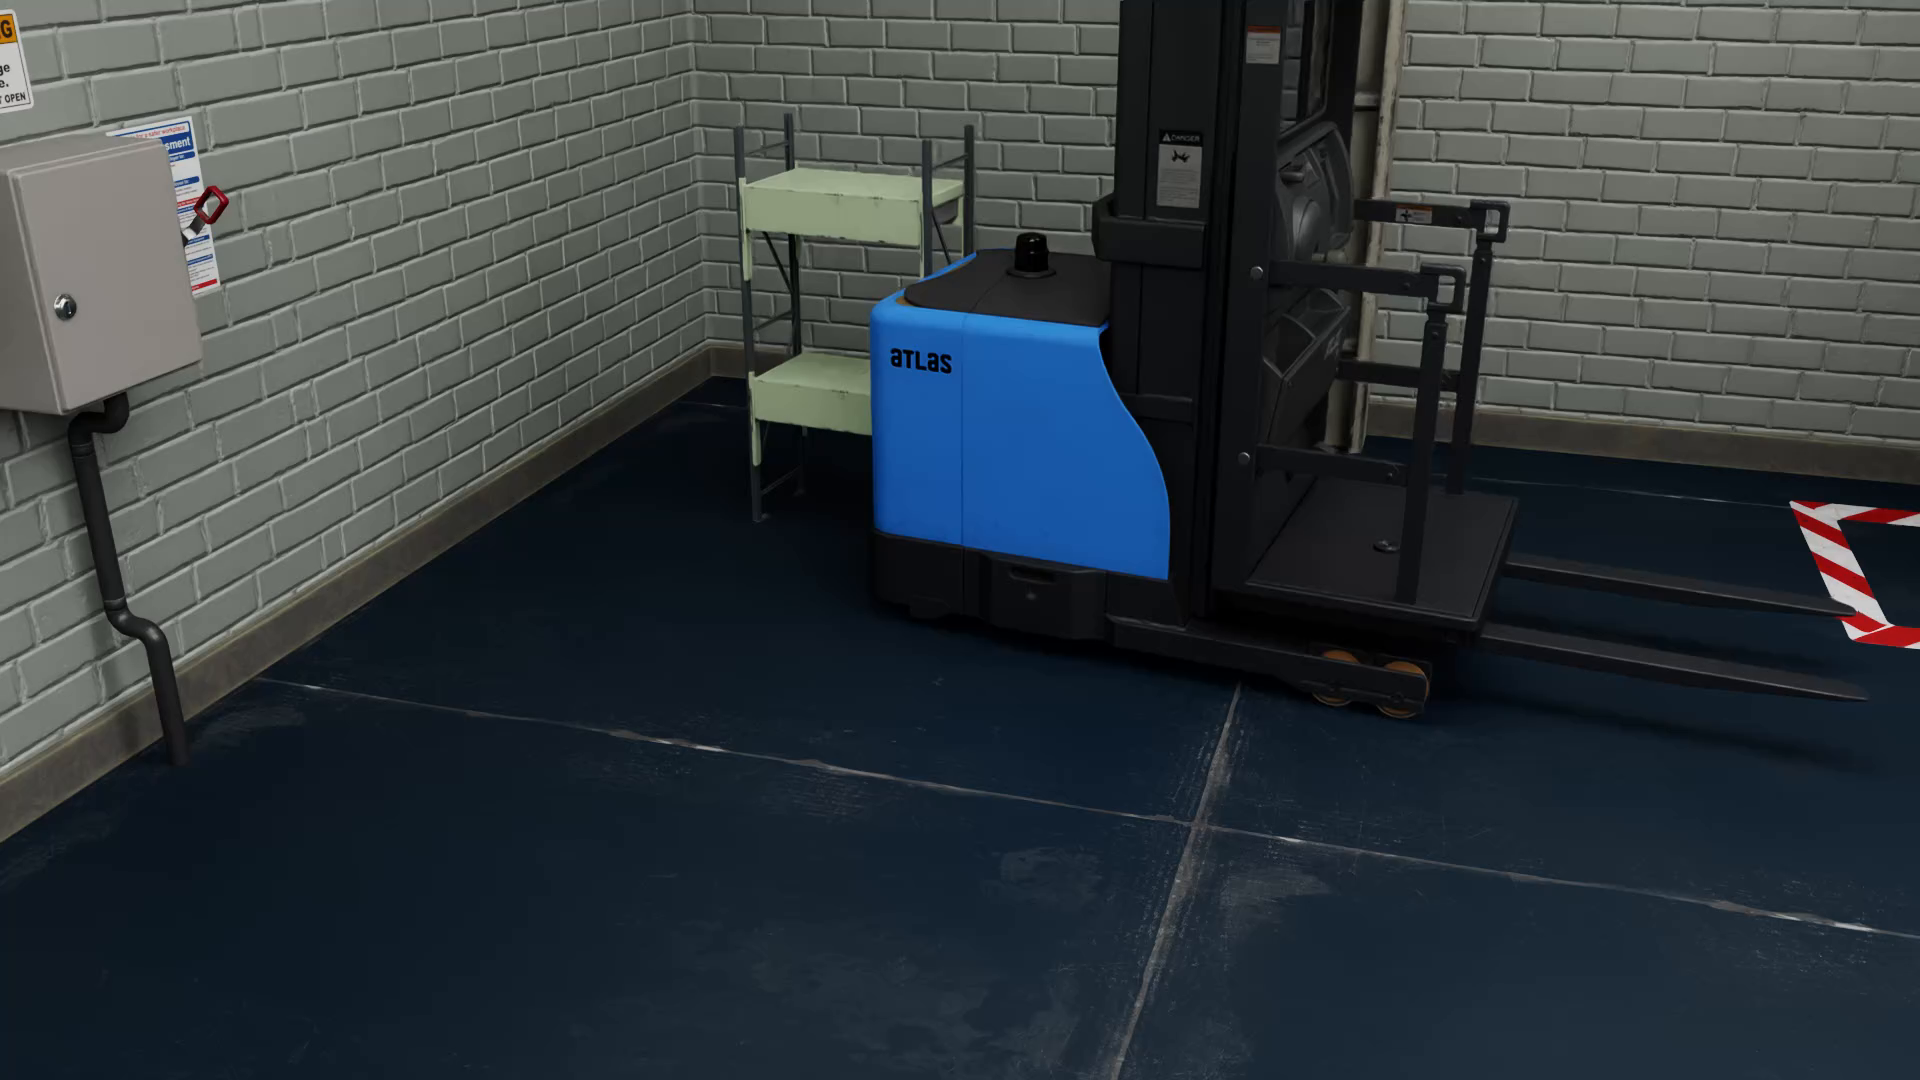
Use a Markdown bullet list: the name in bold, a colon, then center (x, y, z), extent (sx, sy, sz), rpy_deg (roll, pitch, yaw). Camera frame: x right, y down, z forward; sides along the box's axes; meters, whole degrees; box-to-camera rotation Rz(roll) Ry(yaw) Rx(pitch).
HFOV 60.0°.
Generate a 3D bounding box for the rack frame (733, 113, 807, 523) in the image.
- **rack frame**: center (-0.711, -0.829, 6.314), extent (0.023, 1.500, 0.400), rpy_deg (9, 24, 22)

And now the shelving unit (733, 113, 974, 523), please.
- **shelving unit**: center (-0.376, -0.773, 6.179), extent (0.755, 1.500, 0.431), rpy_deg (9, 24, 22)

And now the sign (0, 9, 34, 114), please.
- **sign**: center (-2.399, -1.149, 4.030), extent (0.001, 0.242, 0.339), rpy_deg (7, 23, 16)

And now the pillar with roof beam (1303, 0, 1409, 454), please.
- **pillar with roof beam**: center (0.340, -3.046, 1.838), extent (0.400, 9.000, 9.100), rpy_deg (7, 23, 16)

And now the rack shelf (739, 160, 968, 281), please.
- **rack shelf**: center (-0.376, -1.135, 6.031), extent (0.720, 0.370, 0.431), rpy_deg (9, 24, 22)

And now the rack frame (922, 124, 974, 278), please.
- **rack frame**: center (-0.040, -0.718, 6.044), extent (0.023, 1.500, 0.400), rpy_deg (9, 24, 22)

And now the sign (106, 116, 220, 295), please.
- **sign**: center (-2.240, -0.923, 4.692), extent (0.001, 0.494, 0.329), rpy_deg (7, 23, 16)

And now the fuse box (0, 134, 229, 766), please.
- **fuse box**: center (-2.185, -0.168, 4.425), extent (0.414, 1.711, 0.539), rpy_deg (7, 23, 16)

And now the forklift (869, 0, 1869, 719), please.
- **forklift**: center (1.260, -1.052, 4.973), extent (3.031, 2.935, 1.130), rpy_deg (9, 24, 22)

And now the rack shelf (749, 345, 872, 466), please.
- **rack shelf**: center (-0.376, -0.472, 6.303), extent (0.720, 0.370, 0.431), rpy_deg (9, 24, 22)
